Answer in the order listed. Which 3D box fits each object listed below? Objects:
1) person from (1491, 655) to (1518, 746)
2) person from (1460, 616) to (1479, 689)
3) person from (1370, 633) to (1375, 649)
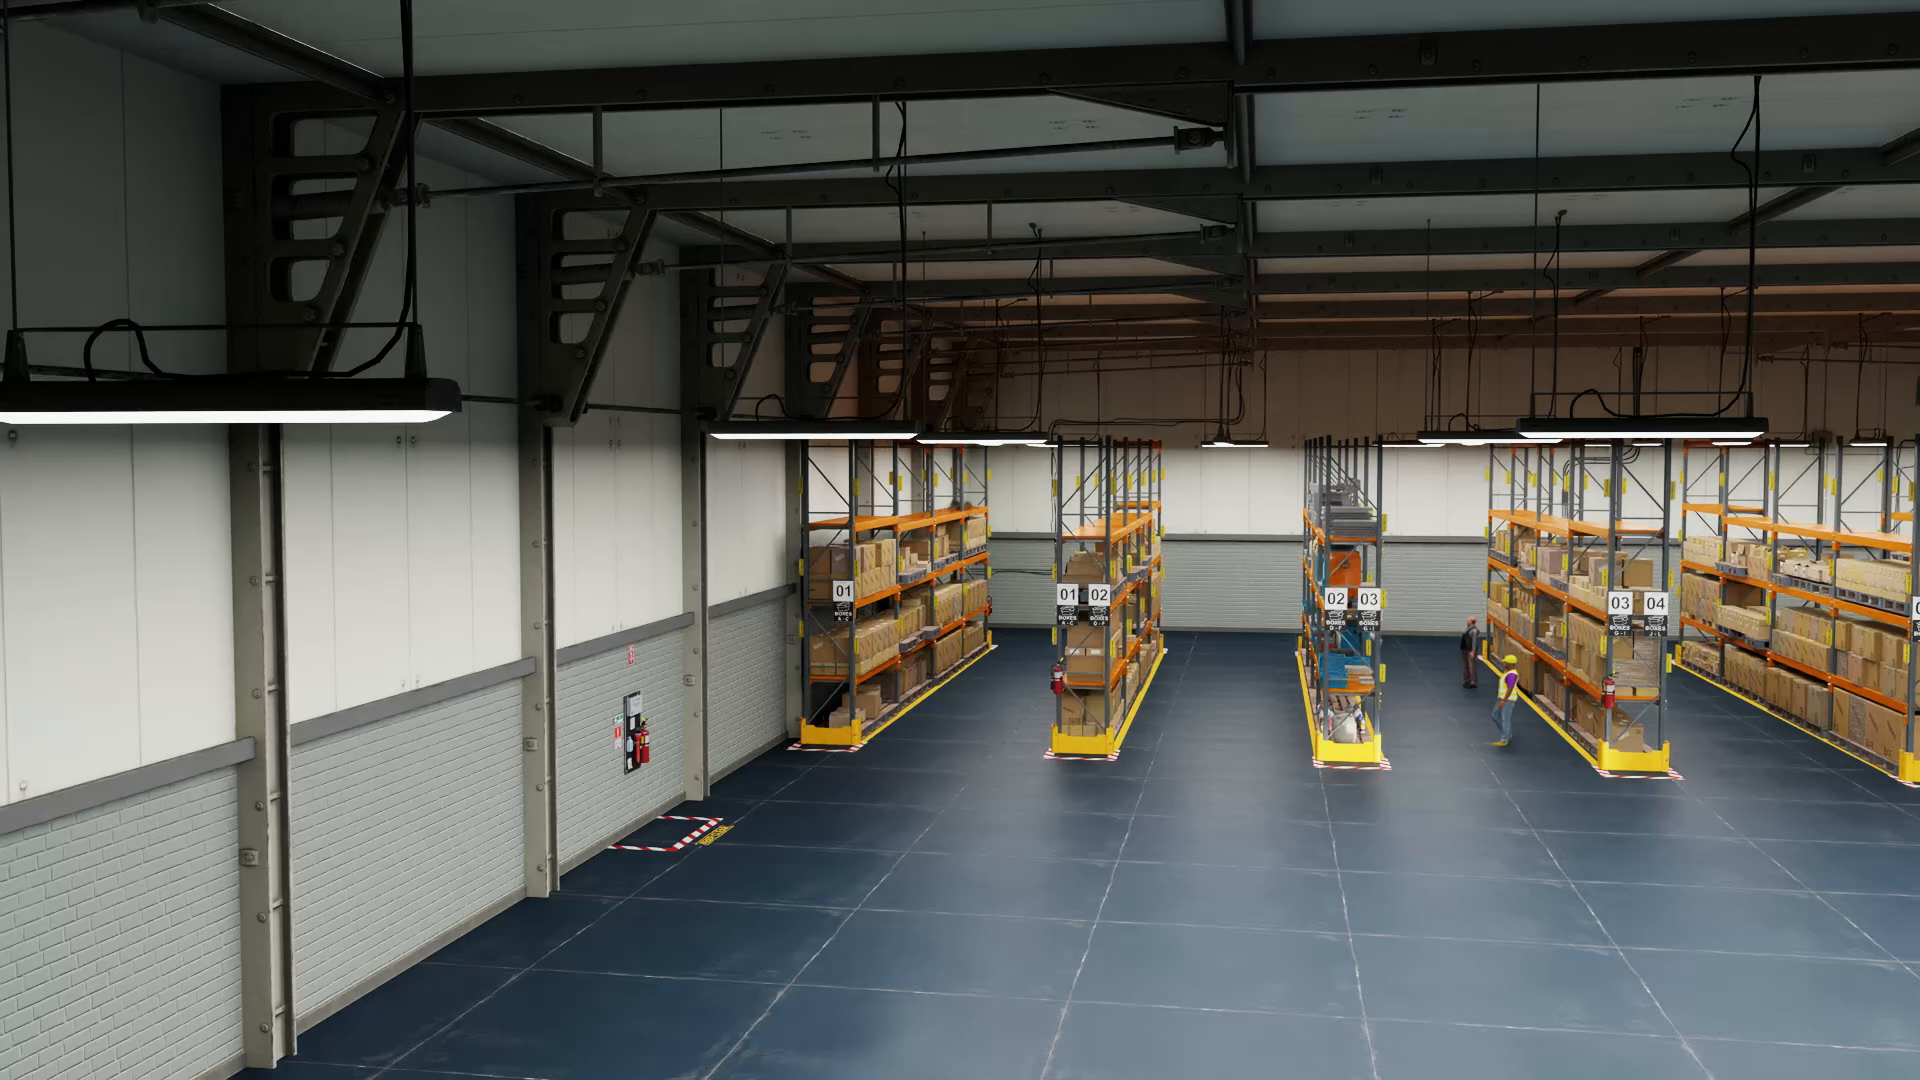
[{"bbox_3d":[10.556,3.117,32.192,0.530,1.792,0.589,0,3,-5],"label":"person"},{"bbox_3d":[12.277,2.699,40.144,0.477,1.718,0.551,-1,3,-23],"label":"person"},{"bbox_3d":[11.706,2.312,47.667,0.522,1.644,0.489,-1,3,-19],"label":"person"}]
